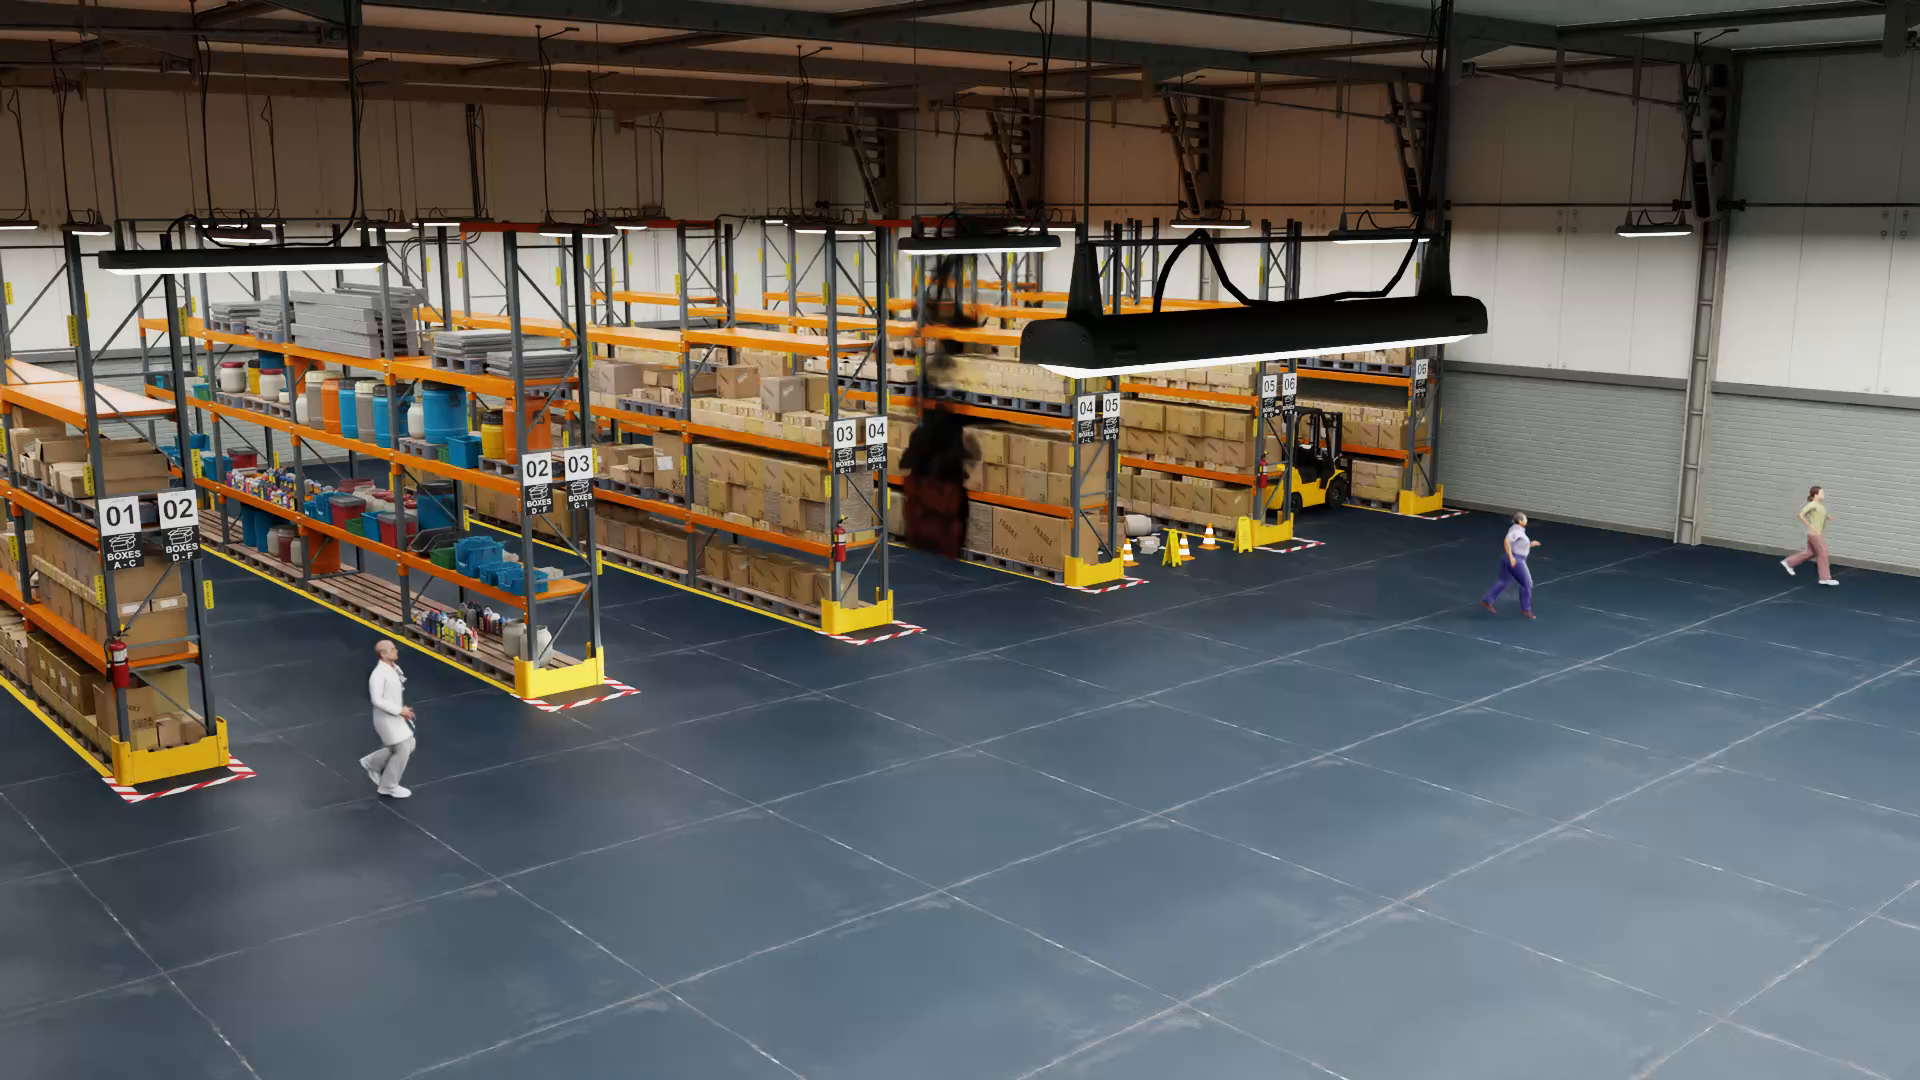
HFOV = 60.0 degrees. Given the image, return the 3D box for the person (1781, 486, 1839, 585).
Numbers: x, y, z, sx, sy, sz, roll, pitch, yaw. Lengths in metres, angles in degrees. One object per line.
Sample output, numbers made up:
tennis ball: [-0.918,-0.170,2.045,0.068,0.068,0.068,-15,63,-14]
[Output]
person: [14.425,-0.101,28.104,0.939,1.645,0.584,8,14,36]

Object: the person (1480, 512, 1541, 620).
person: [8.539,0.393,25.718,0.838,1.694,0.580,0,11,-1]

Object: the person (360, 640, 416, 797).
person: [-6.205,1.925,17.998,0.657,1.740,0.746,-2,12,-7]
